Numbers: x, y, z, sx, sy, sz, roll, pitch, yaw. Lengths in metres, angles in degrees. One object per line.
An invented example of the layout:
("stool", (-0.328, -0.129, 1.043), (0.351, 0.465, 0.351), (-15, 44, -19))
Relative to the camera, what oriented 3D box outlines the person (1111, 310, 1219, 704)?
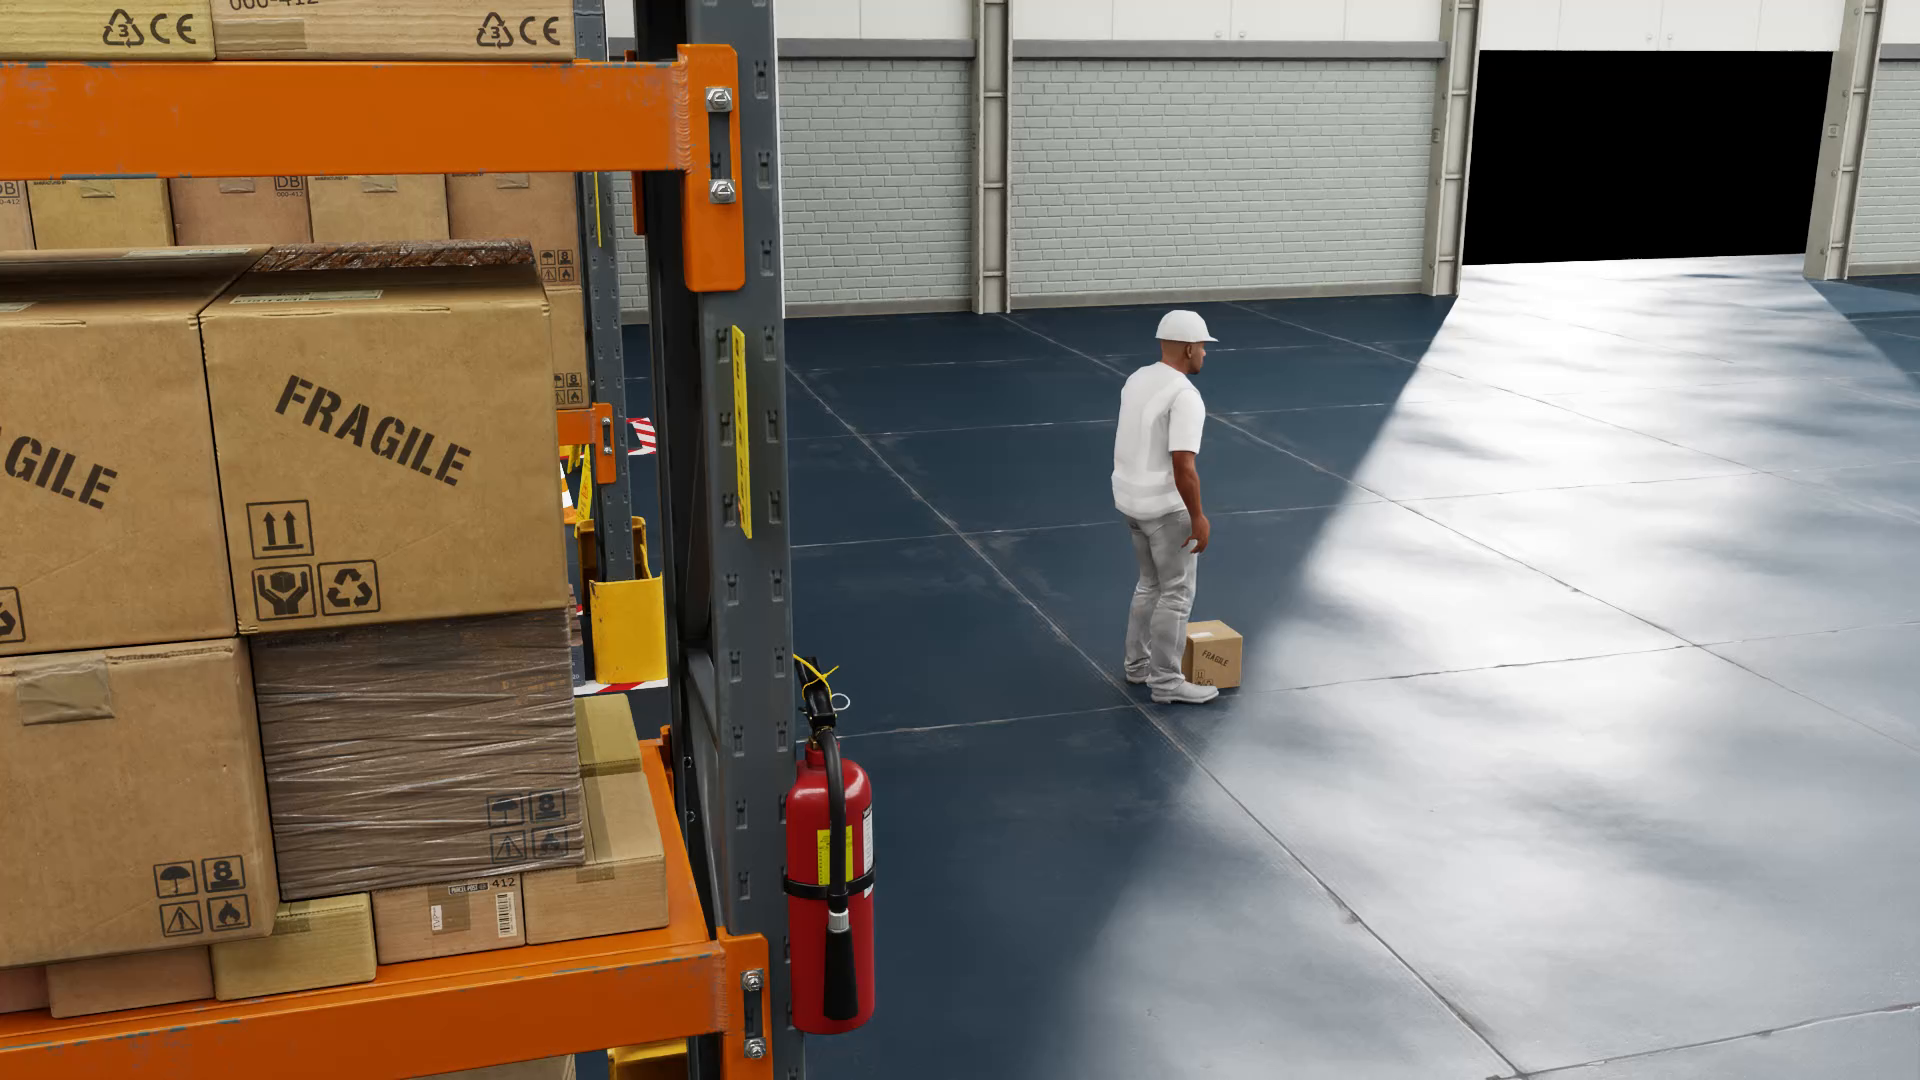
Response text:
("person", (0.942, -0.164, 7.574), (0.458, 1.759, 0.634), (-6, 17, -19))
